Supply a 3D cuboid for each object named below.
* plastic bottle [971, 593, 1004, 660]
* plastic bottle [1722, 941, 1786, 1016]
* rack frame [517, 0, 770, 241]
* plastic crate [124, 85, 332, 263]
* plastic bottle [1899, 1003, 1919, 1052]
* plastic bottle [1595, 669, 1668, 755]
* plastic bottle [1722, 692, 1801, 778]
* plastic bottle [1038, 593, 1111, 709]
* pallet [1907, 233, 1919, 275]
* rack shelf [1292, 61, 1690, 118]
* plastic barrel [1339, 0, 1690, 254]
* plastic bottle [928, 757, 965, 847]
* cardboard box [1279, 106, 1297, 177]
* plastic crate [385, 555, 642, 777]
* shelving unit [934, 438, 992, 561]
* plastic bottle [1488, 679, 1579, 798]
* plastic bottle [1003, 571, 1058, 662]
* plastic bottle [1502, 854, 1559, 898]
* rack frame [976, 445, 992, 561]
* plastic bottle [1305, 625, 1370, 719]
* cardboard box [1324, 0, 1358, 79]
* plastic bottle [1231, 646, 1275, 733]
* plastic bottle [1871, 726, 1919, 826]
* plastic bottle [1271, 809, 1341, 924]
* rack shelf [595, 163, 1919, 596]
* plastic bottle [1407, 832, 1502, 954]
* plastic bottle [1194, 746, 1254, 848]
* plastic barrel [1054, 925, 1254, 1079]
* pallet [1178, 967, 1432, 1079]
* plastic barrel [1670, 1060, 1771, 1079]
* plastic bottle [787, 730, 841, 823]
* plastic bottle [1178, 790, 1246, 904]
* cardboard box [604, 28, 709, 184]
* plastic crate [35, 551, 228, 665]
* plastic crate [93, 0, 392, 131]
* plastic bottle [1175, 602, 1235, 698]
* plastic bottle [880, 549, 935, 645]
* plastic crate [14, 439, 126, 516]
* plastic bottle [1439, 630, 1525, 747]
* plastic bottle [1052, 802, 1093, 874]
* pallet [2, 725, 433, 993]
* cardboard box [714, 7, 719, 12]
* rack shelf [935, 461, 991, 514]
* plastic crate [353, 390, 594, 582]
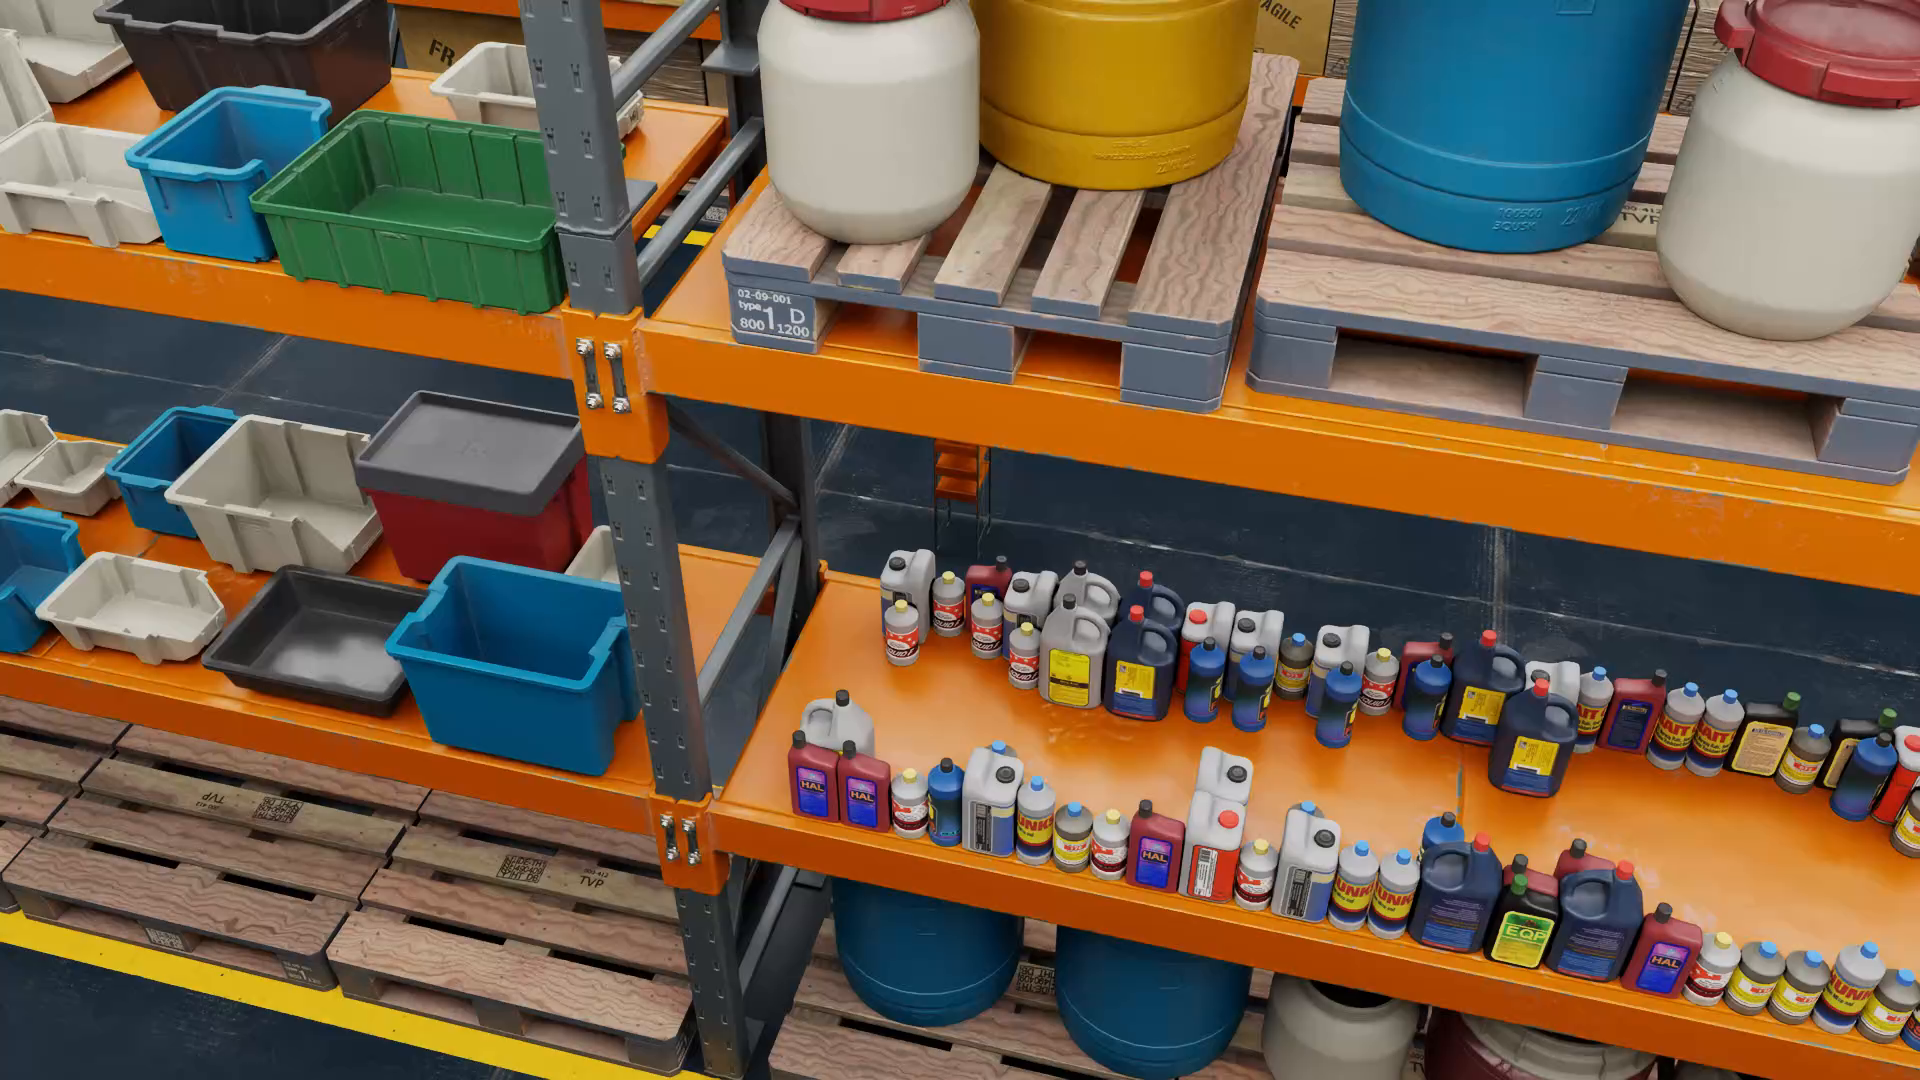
[{"bbox_3d":[0.080,0.239,4.788,0.097,0.201,0.097,0,40,0],"label":"plastic bottle"},{"bbox_3d":[1.853,1.009,3.871,0.097,0.201,0.097,0,40,0],"label":"plastic bottle"},{"bbox_3d":[-0.616,-2.061,2.707,0.127,3.000,1.000,10,41,11],"label":"rack frame"},{"bbox_3d":[-1.578,-0.802,3.670,0.300,0.233,0.416,10,41,11],"label":"plastic crate"},{"bbox_3d":[2.229,1.047,3.771,0.097,0.271,0.097,0,40,0],"label":"plastic bottle"},{"bbox_3d":[1.809,0.452,4.470,0.133,0.283,0.061,10,41,11],"label":"plastic bottle"},{"bbox_3d":[2.126,0.507,4.405,0.133,0.283,0.061,10,41,11],"label":"plastic bottle"},{"bbox_3d":[0.319,0.294,4.606,0.185,0.351,0.144,10,41,11],"label":"plastic bottle"},{"bbox_3d":[2.534,-0.363,3.165,1.213,0.211,1.003,10,41,11],"label":"pallet"},{"bbox_3d":[2.596,-2.233,8.136,4.000,0.370,1.077,10,41,11],"label":"rack shelf"},{"bbox_3d":[1.072,-1.077,3.151,0.708,0.901,0.600,10,41,11],"label":"plastic barrel"},{"bbox_3d":[-0.033,0.657,4.235,0.097,0.271,0.097,0,40,0],"label":"plastic bottle"},{"bbox_3d":[1.287,-2.094,8.737,0.875,0.875,1.225,10,41,12],"label":"cardboard box"},{"bbox_3d":[-1.156,0.353,4.463,0.575,0.384,0.392,10,41,11],"label":"plastic crate"},{"bbox_3d":[0.014,-0.457,6.861,0.189,1.200,0.258,10,41,11],"label":"shelving unit"},{"bbox_3d":[1.511,0.504,4.356,0.185,0.351,0.144,10,41,11],"label":"plastic bottle"},{"bbox_3d":[0.201,0.209,4.765,0.135,0.276,0.152,10,41,11],"label":"plastic bottle"},{"bbox_3d":[1.351,0.863,3.981,0.133,0.283,0.061,10,41,11],"label":"plastic bottle"},{"bbox_3d":[0.102,-0.442,6.843,0.006,1.200,0.240,10,41,11],"label":"rack frame"},{"bbox_3d":[1.042,0.354,4.593,0.135,0.276,0.152,10,41,11],"label":"plastic bottle"},{"bbox_3d":[2.013,-2.481,7.794,0.500,0.500,0.500,9,41,10],"label":"cardboard box"},{"bbox_3d":[0.804,0.397,4.545,0.097,0.271,0.097,0,40,0],"label":"plastic bottle"},{"bbox_3d":[2.466,0.599,4.301,0.135,0.276,0.152,10,41,11],"label":"plastic bottle"},{"bbox_3d":[0.851,0.790,4.074,0.135,0.276,0.152,10,41,11],"label":"plastic bottle"},{"bbox_3d":[1.316,-0.305,3.508,4.000,0.370,1.077,10,41,11],"label":"rack shelf"},{"bbox_3d":[1.192,0.822,3.977,0.185,0.351,0.144,10,41,11],"label":"plastic bottle"},{"bbox_3d":[0.666,0.656,4.232,0.135,0.276,0.152,10,41,11],"label":"plastic bottle"},{"bbox_3d":[0.589,1.097,4.916,0.708,0.901,0.600,10,41,11],"label":"plastic barrel"},{"bbox_3d":[1.300,1.659,5.110,1.213,0.211,1.003,10,41,11],"label":"pallet"},{"bbox_3d":[2.202,1.584,4.640,0.421,0.512,0.421,0,40,0],"label":"plastic barrel"},{"bbox_3d":[-0.372,0.607,4.286,0.133,0.283,0.061,10,41,11],"label":"plastic bottle"},{"bbox_3d":[0.627,0.751,4.120,0.135,0.276,0.152,10,41,11],"label":"plastic bottle"},{"bbox_3d":[-1.682,-2.645,9.393,0.875,0.875,0.875,10,41,11],"label":"cardboard box"},{"bbox_3d":[-2.376,0.211,4.825,0.466,0.136,0.293,10,41,11],"label":"plastic crate"},{"bbox_3d":[-1.746,-1.240,4.163,0.590,0.269,0.497,10,41,11],"label":"plastic crate"},{"bbox_3d":[0.688,0.293,4.666,0.135,0.276,0.152,10,41,11],"label":"plastic bottle"},{"bbox_3d":[-0.152,0.148,4.838,0.135,0.276,0.152,10,41,11],"label":"plastic bottle"},{"bbox_3d":[-2.804,-0.202,5.317,0.250,0.136,0.298,10,41,11],"label":"plastic crate"},{"bbox_3d":[1.420,0.387,4.495,0.185,0.351,0.144,10,41,11],"label":"plastic bottle"},{"bbox_3d":[0.285,0.739,4.192,0.097,0.201,0.097,0,40,0],"label":"plastic bottle"},{"bbox_3d":[-2.519,1.004,5.890,1.213,0.211,1.003,10,41,11],"label":"pallet"},{"bbox_3d":[-1.202,-2.849,8.505,0.250,0.149,0.380,10,41,12],"label":"cardboard box"},{"bbox_3d":[0.014,-0.239,7.044,0.180,0.103,0.258,10,41,11],"label":"rack shelf"},{"bbox_3d":[-1.414,-0.116,4.959,0.583,0.464,0.402,10,41,11],"label":"plastic crate"}]
